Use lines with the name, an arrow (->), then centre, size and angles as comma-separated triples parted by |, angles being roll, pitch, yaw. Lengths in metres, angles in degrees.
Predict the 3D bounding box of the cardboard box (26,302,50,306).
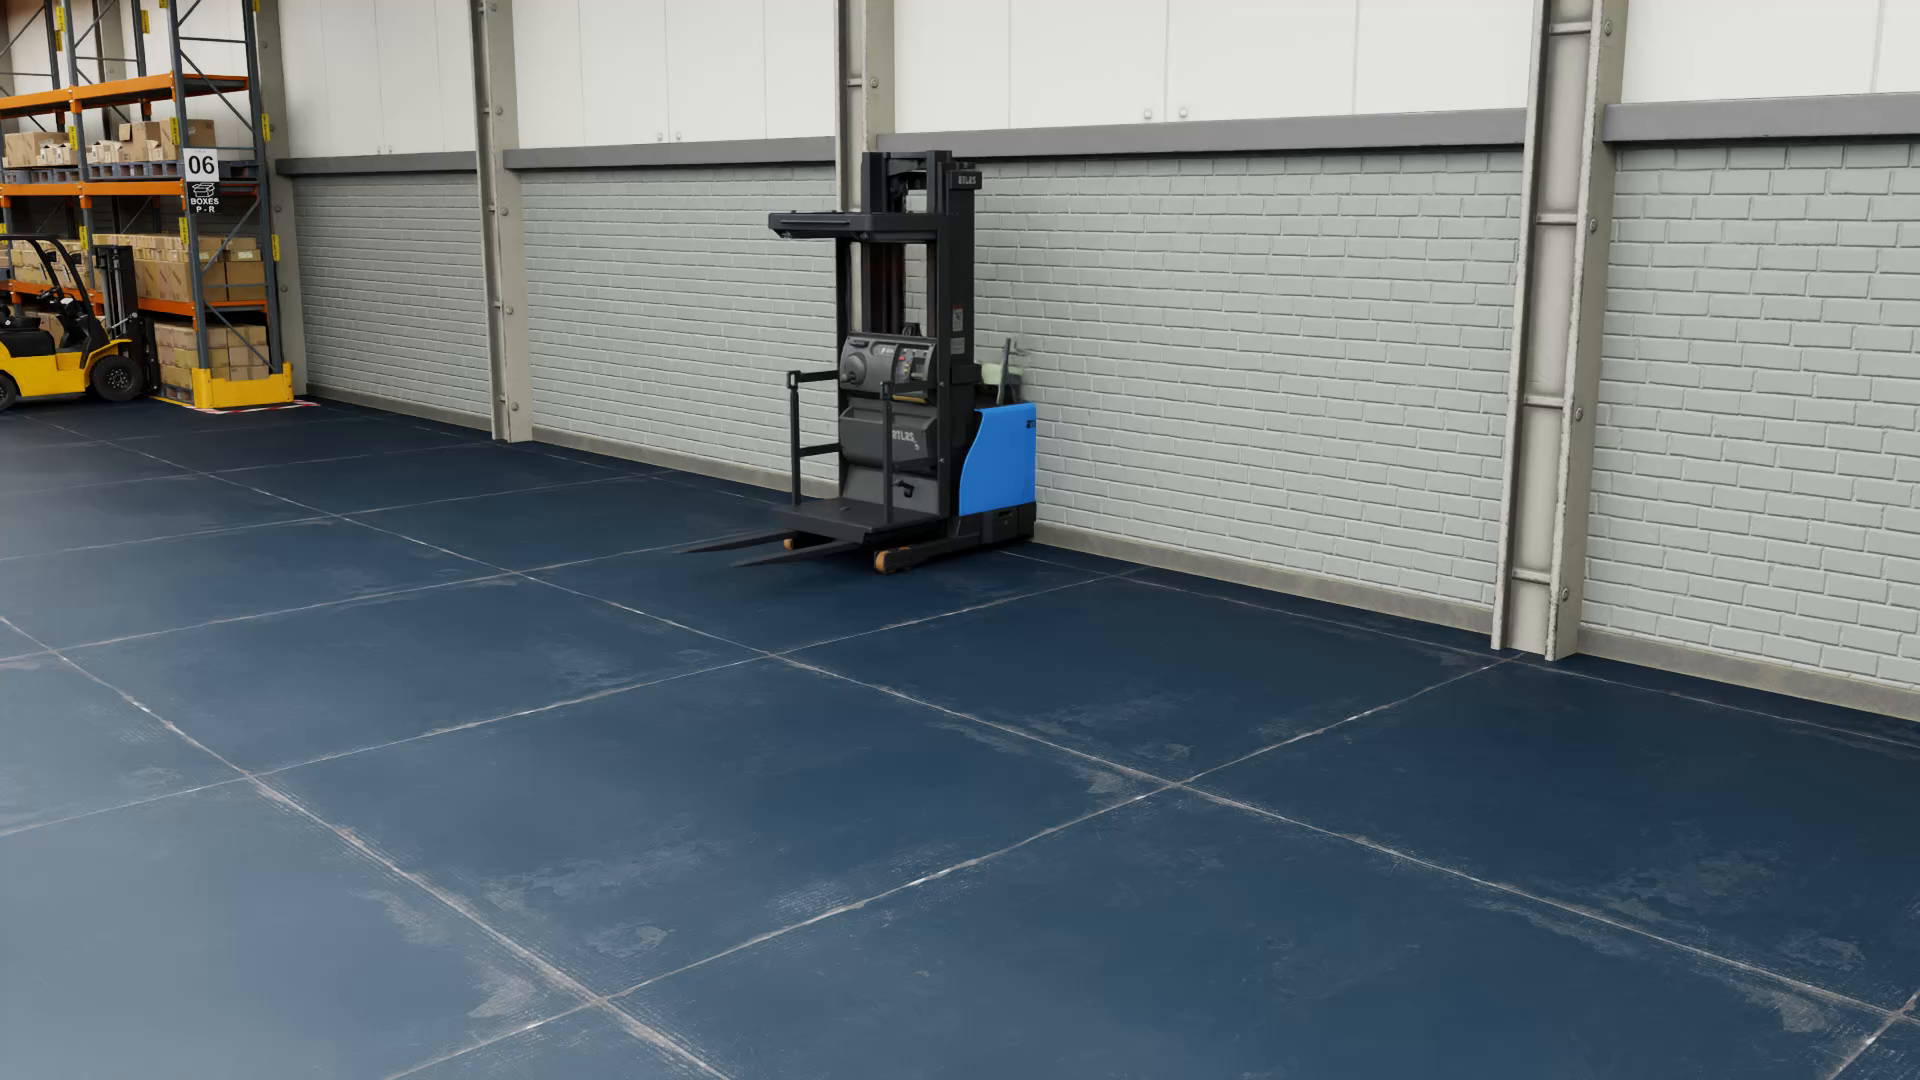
cardboard box -> -15.612, -3.962, 28.255 | 0.380, 0.149, 0.250 | -11, 16, -44

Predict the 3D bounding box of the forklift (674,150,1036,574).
forklift -> -0.679, -1.312, 12.014 | 1.130, 2.935, 3.031 | 11, 16, 43

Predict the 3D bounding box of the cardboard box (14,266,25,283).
cardboard box -> -14.617, -4.220, 26.330 | 0.500, 0.250, 0.500 | -11, 16, -42

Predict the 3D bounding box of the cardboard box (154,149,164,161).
cardboard box -> -10.014, -4.904, 21.180 | 0.250, 0.149, 0.380 | 11, 16, 44

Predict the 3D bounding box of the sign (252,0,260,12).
sign -> -8.817, -6.774, 20.783 | 0.100, 0.325, 0.005 | -11, 16, -43

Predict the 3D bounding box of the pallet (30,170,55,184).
pallet -> -13.439, -5.519, 25.301 | 1.003, 0.211, 1.213 | -10, 15, -40

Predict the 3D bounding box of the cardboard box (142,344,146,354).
cardboard box -> -10.838, -2.576, 22.517 | 0.500, 0.250, 0.500 | -11, 16, -43

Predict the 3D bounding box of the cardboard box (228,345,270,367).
cardboard box -> -9.397, -2.426, 21.786 | 0.500, 0.250, 0.500 | -11, 16, -42

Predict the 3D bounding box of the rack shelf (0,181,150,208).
rack shelf -> -13.366, -5.217, 25.148 | 1.077, 0.370, 4.000 | -11, 16, -43

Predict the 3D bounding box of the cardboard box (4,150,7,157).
cardboard box -> -15.199, -6.137, 26.480 | 0.380, 0.149, 0.250 | -10, 15, -41

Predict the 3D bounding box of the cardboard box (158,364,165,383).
cardboard box -> -10.451, -2.256, 22.201 | 0.500, 0.250, 0.500 | -11, 16, -42

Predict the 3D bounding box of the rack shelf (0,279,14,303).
rack shelf -> -16.128, -4.331, 28.284 | 1.077, 0.370, 4.000 | -11, 16, -43

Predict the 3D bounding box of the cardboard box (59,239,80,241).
cardboard box -> -14.115, -4.717, 26.516 | 0.380, 0.149, 0.250 | -10, 16, -41

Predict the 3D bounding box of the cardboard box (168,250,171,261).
cardboard box -> -9.997, -3.682, 21.495 | 0.380, 0.149, 0.250 | -11, 16, -42

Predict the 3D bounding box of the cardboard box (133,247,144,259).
cardboard box -> -10.901, -3.863, 22.373 | 0.380, 0.149, 0.250 | -11, 16, -44

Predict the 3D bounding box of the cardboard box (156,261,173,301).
cardboard box -> -10.104, -3.385, 21.663 | 0.500, 0.500, 0.500 | -10, 15, -41

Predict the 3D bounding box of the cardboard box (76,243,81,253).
cardboard box -> -12.703, -4.272, 24.357 | 0.380, 0.149, 0.250 | -11, 16, -43

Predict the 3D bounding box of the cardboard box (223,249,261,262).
cardboard box -> -9.269, -3.677, 21.468 | 0.250, 0.149, 0.380 | 11, 16, 44

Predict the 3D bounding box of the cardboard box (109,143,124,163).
cardboard box -> -11.179, -5.207, 22.363 | 0.258, 0.266, 0.396 | 11, 16, 44

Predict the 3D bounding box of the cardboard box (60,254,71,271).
cardboard box -> -12.869, -4.090, 24.460 | 0.500, 0.250, 0.500 | 11, 16, 44

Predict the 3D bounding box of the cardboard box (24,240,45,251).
cardboard box -> -14.359, -4.598, 25.941 | 0.380, 0.149, 0.250 | -10, 16, -41

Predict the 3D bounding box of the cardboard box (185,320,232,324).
cardboard box -> -10.103, -2.816, 22.443 | 0.500, 0.250, 0.500 | -11, 16, -43

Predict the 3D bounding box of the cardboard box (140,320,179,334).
cardboard box -> -10.823, -2.818, 22.450 | 0.500, 0.250, 0.500 | -11, 16, -44

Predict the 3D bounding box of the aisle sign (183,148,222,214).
aisle sign -> -9.389, -4.447, 20.620 | 0.394, 0.787, 0.004 | -11, 16, -43

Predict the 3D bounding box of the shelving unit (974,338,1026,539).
shelving unit -> 0.095, -0.805, 12.860 | 0.755, 1.500, 0.431 | 9, 3, 38

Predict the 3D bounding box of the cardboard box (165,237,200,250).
cardboard box -> -10.015, -3.826, 21.454 | 0.380, 0.149, 0.250 | -10, 16, -41

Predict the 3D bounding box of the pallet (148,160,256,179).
pallet -> -9.692, -4.757, 21.352 | 1.003, 0.211, 1.213 | -11, 16, -43

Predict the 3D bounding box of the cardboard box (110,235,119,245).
cardboard box -> -11.447, -4.119, 22.879 | 0.380, 0.149, 0.250 | -10, 16, -41

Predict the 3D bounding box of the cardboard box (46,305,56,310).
cardboard box -> -14.882, -3.810, 27.519 | 0.380, 0.149, 0.250 | -10, 15, -40

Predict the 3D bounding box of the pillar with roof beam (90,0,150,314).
pillar with roof beam -> -16.308, -6.666, 22.964 | 9.100, 9.000, 0.400 | -11, 16, -43

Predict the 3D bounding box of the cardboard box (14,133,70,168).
cardboard box -> -14.002, -5.965, 25.462 | 0.700, 0.500, 0.500 | -11, 16, -44

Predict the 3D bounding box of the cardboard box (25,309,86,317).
cardboard box -> -14.326, -3.341, 26.541 | 0.875, 0.625, 0.625 | -10, 15, -41

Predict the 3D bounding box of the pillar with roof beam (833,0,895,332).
pillar with roof beam -> -3.878, -4.039, 10.213 | 9.100, 9.000, 0.400 | -11, 16, -43

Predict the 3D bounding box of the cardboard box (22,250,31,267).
cardboard box -> -14.272, -4.391, 25.924 | 0.500, 0.250, 0.500 | -10, 15, -41

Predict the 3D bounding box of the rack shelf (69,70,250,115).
rack shelf -> -10.604, -5.906, 22.052 | 1.077, 0.370, 4.000 | -11, 16, -43

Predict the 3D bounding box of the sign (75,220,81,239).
sign -> -14.348, -5.037, 27.056 | 0.100, 0.325, 0.005 | -11, 16, -43

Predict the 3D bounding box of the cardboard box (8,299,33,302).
cardboard box -> -16.340, -4.108, 28.963 | 0.380, 0.149, 0.250 | -10, 16, -41

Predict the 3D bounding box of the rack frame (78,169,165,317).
rack frame -> -11.985, -3.808, 23.961 | 1.000, 3.000, 0.127 | -11, 16, -43

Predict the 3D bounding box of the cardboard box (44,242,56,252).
cardboard box -> -13.524, -4.404, 24.998 | 0.250, 0.149, 0.380 | 11, 16, 44

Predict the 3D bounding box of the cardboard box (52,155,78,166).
cardboard box -> -12.964, -5.527, 24.205 | 0.380, 0.149, 0.250 | -11, 16, -43

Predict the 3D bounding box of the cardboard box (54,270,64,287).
cardboard box -> -13.194, -3.921, 24.881 | 0.500, 0.250, 0.500 | -11, 16, -42

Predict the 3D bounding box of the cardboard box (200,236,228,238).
cardboard box -> -9.809, -3.933, 21.976 | 0.380, 0.149, 0.250 | -11, 16, -42

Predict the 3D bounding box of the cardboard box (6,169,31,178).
cardboard box -> -15.277, -5.829, 26.707 | 0.500, 0.250, 0.500 | 11, 16, 43

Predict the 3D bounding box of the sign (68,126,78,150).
sign -> -12.370, -5.608, 23.201 | 0.100, 0.325, 0.005 | -11, 16, -43

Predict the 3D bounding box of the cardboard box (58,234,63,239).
cardboard box -> -14.989, -4.743, 27.213 | 0.500, 0.500, 0.500 | -10, 15, -40

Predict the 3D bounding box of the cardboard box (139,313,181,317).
cardboard box -> -11.505, -3.112, 23.878 | 0.500, 0.250, 0.500 | -10, 16, -41
